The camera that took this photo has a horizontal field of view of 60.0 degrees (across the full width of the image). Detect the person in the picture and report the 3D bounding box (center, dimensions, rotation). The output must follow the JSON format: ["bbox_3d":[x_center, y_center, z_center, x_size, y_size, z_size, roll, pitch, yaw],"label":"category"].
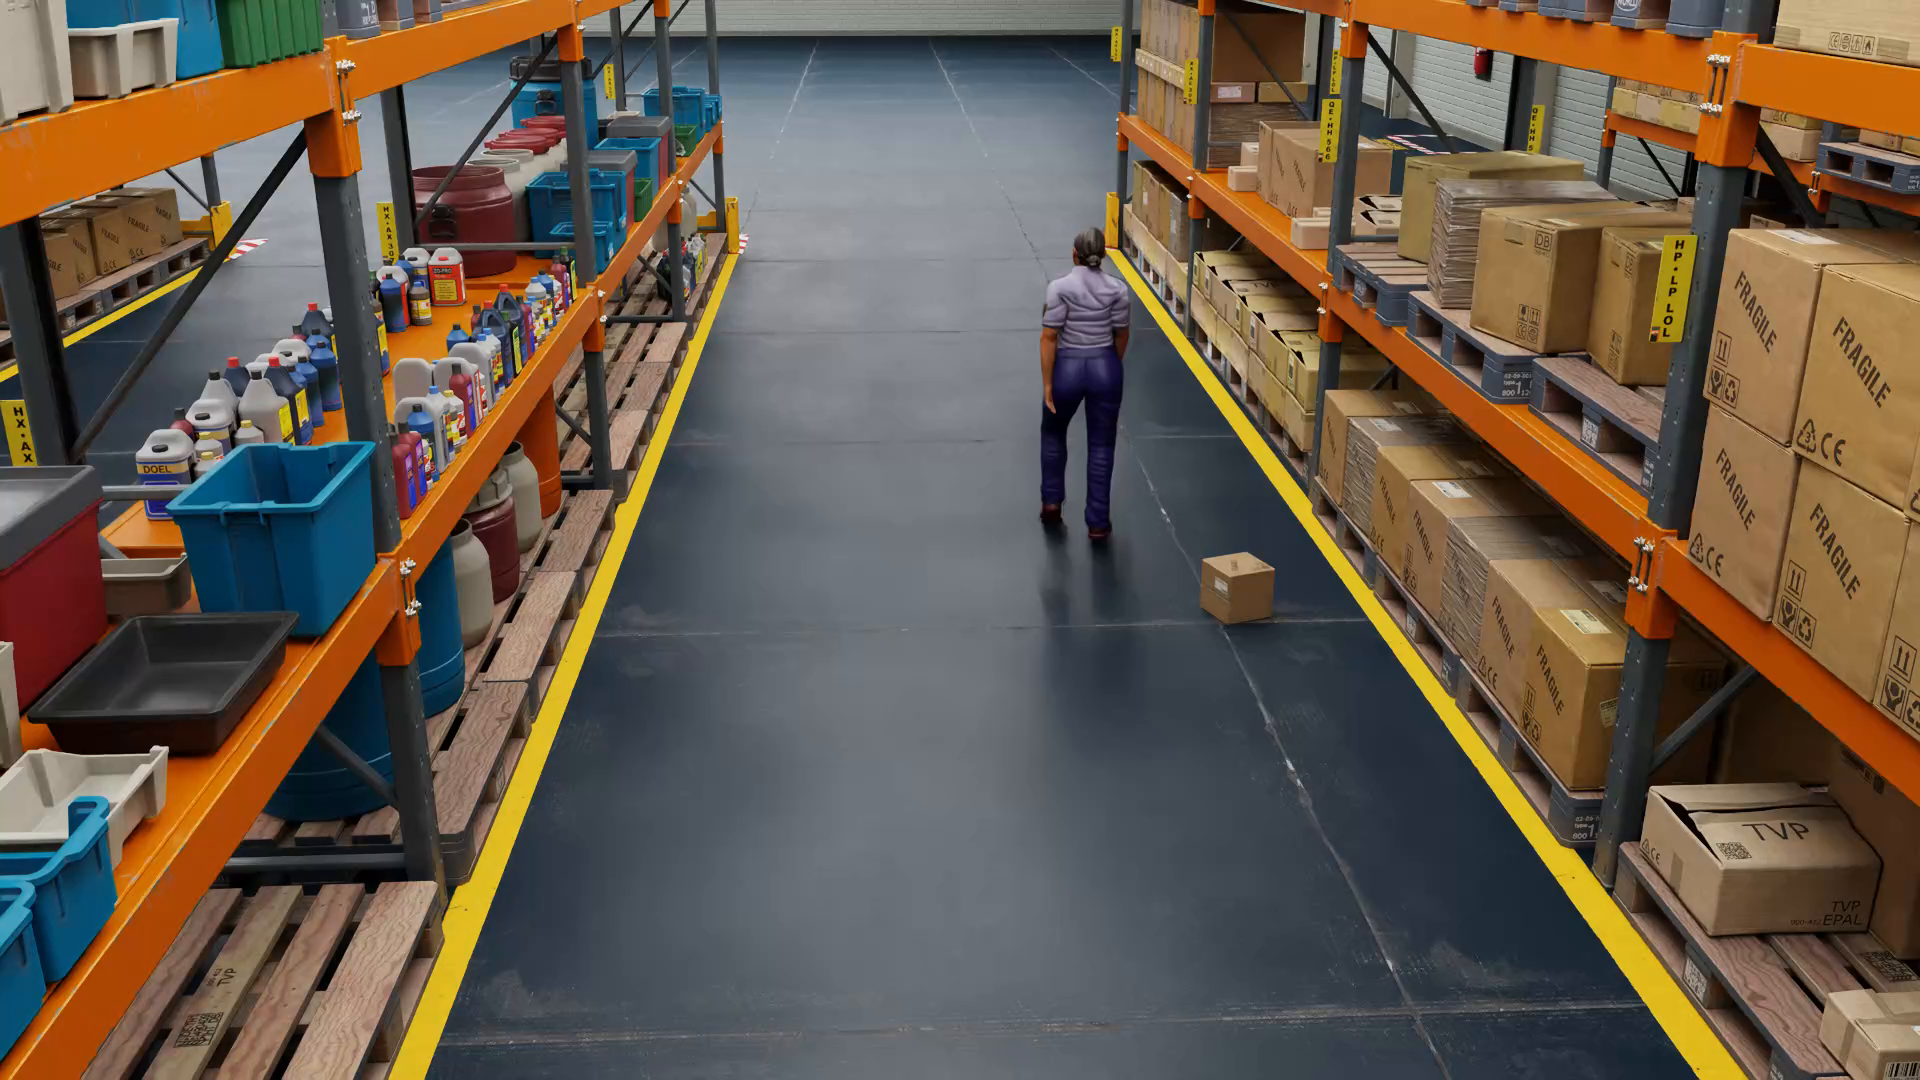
[{"bbox_3d":[0.653,-0.807,8.813,0.482,1.714,0.622,0,21,0],"label":"person"}]
